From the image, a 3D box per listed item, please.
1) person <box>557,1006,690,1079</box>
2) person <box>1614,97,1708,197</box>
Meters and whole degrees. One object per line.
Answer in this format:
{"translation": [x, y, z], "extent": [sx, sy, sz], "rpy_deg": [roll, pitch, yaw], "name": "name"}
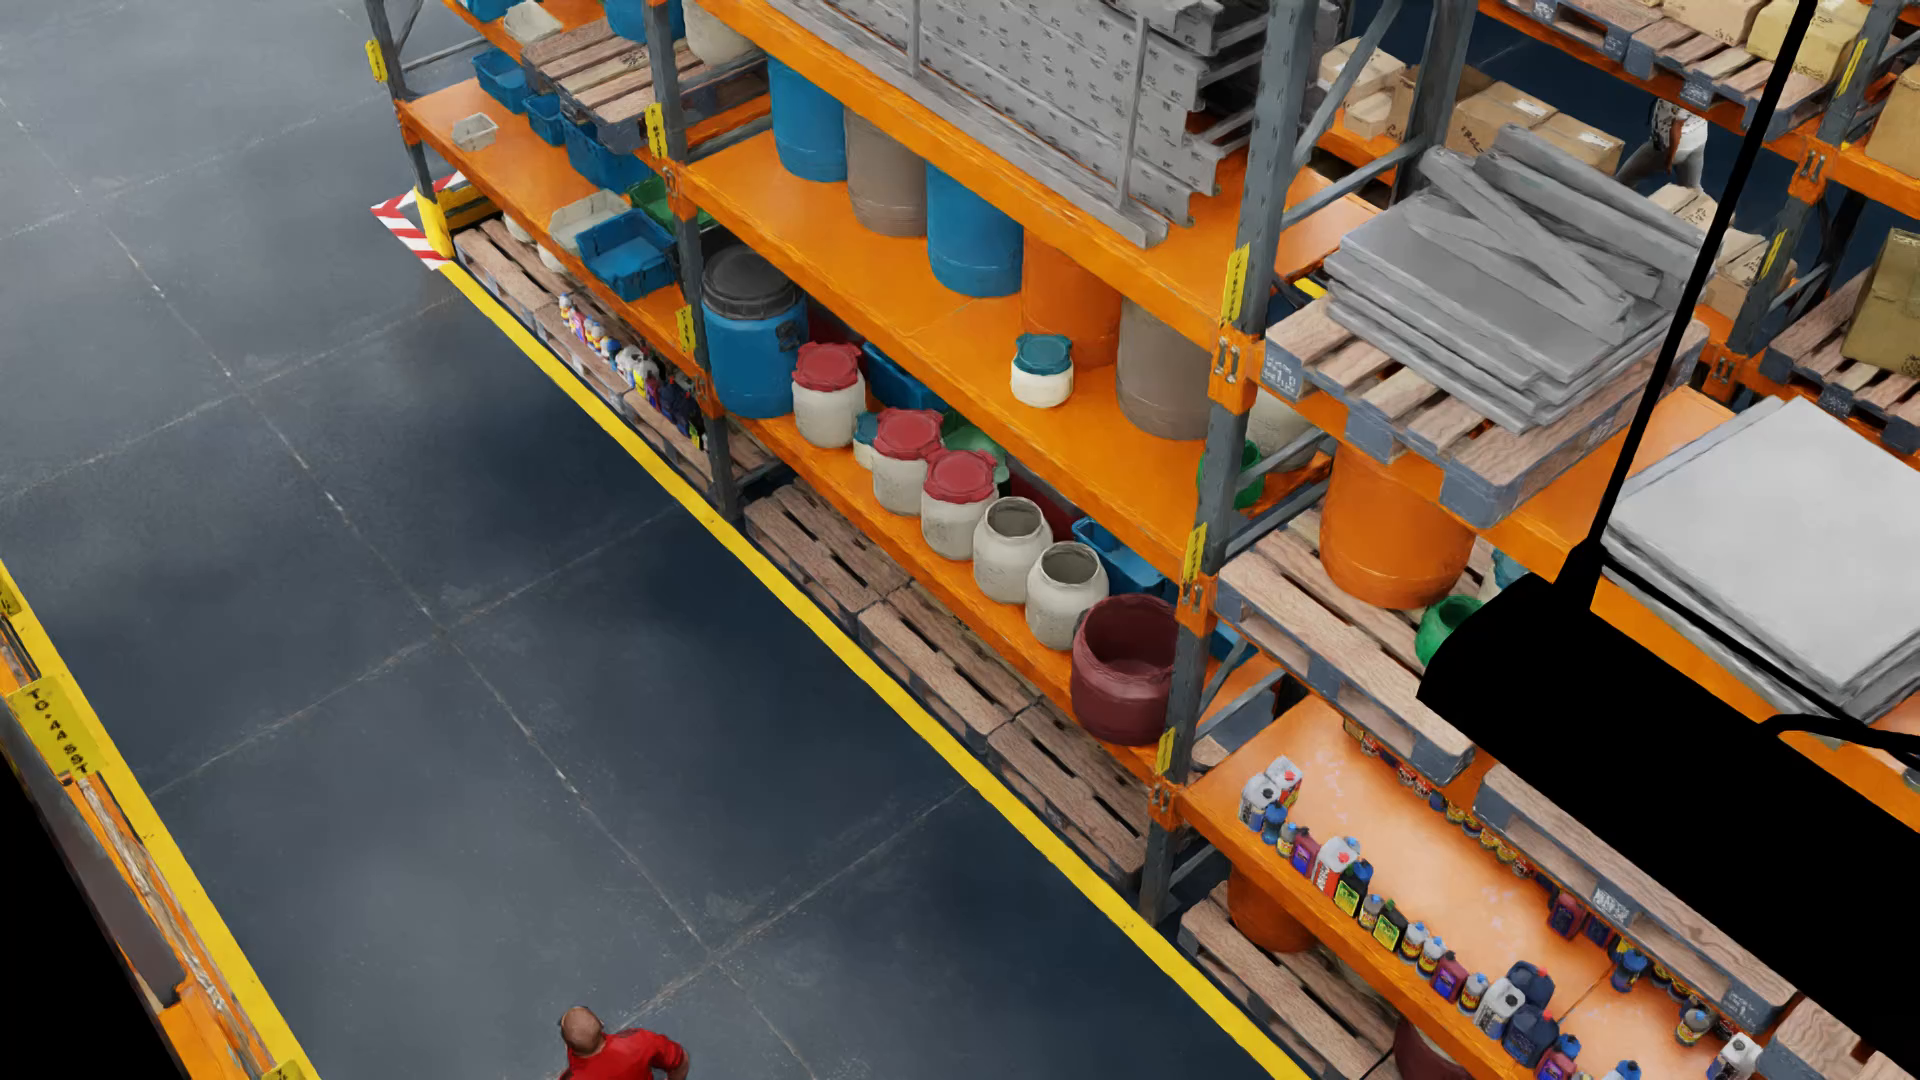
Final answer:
{"translation": [-1.466, 2.610, 7.358], "extent": [0.682, 1.676, 0.529], "rpy_deg": [-33, 55, -28], "name": "person"}
{"translation": [5.494, -3.100, 12.816], "extent": [0.497, 1.582, 1.090], "rpy_deg": [-30, 53, -25], "name": "person"}
